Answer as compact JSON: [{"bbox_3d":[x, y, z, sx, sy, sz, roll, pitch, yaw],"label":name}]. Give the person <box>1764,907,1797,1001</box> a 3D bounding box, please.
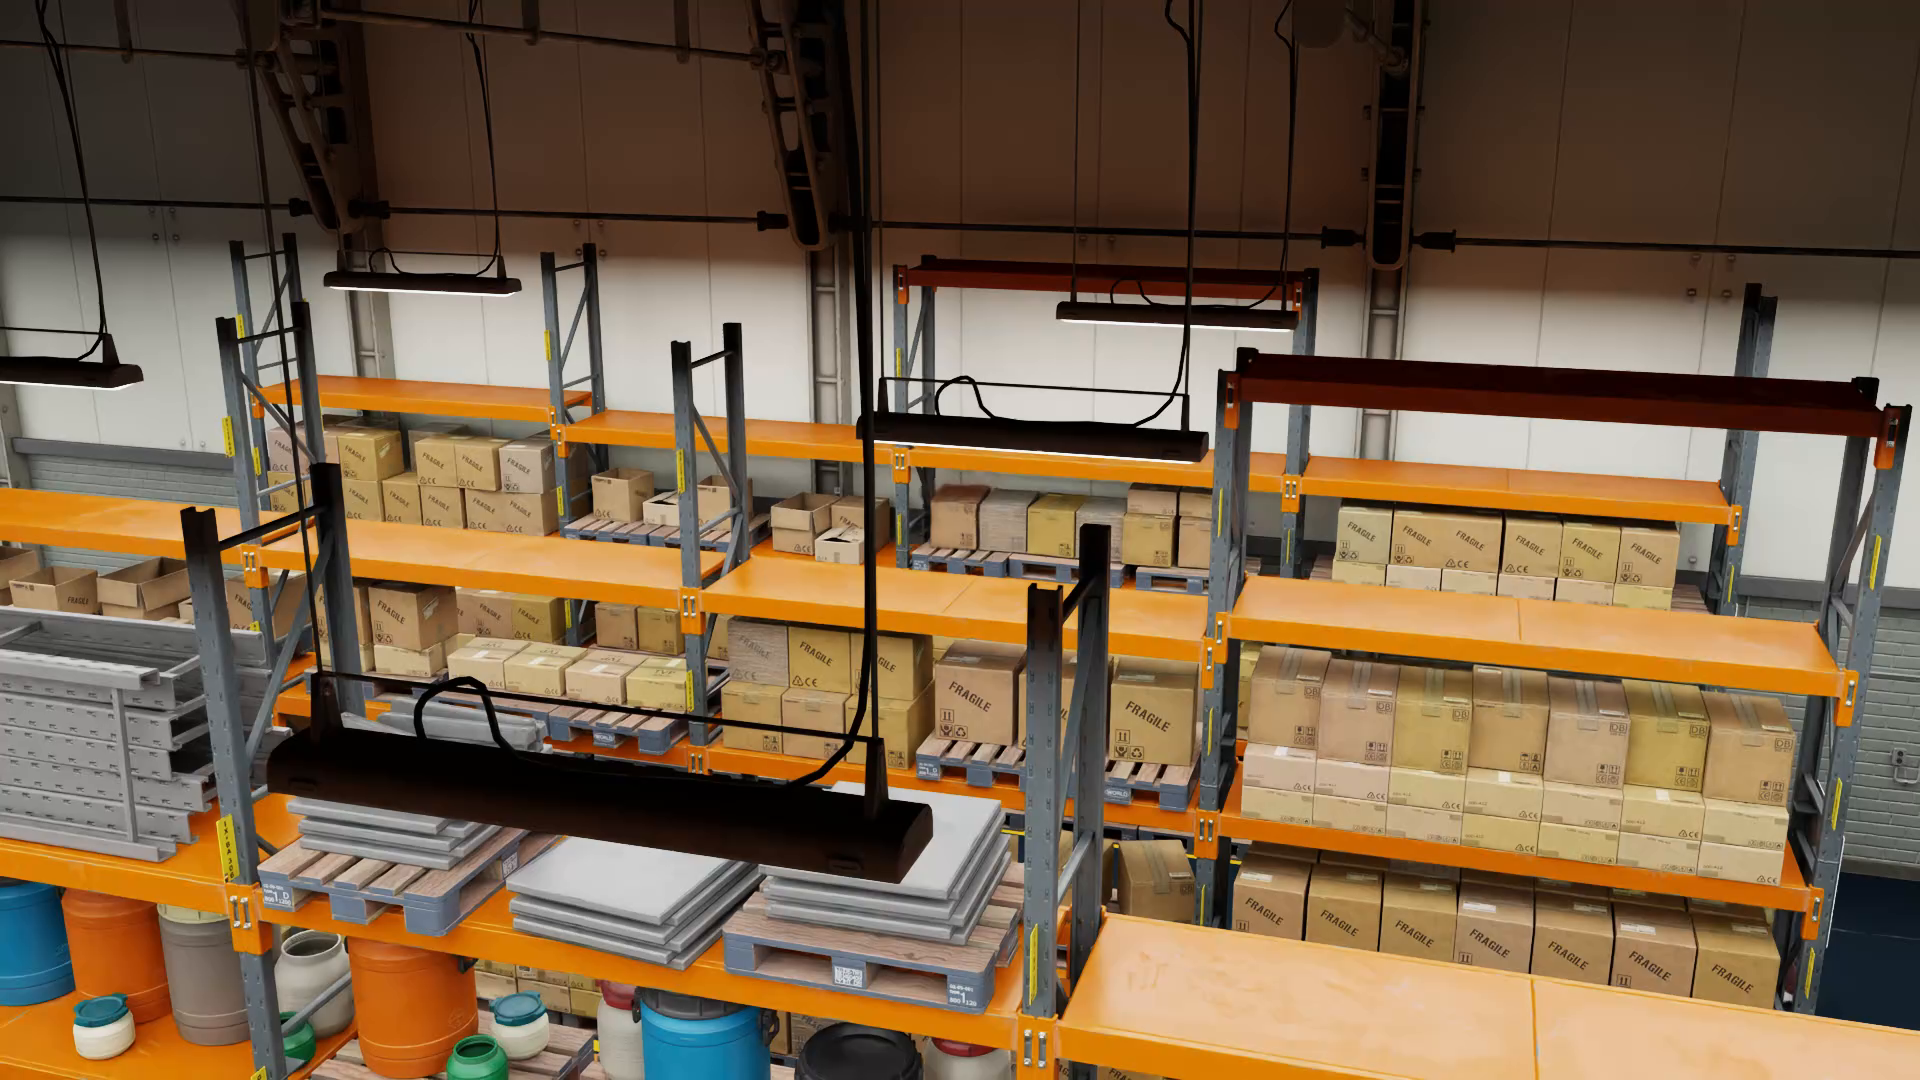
[{"bbox_3d":[6.898,3.283,14.423,1.082,1.606,0.495,4,17,14],"label":"person"}]
